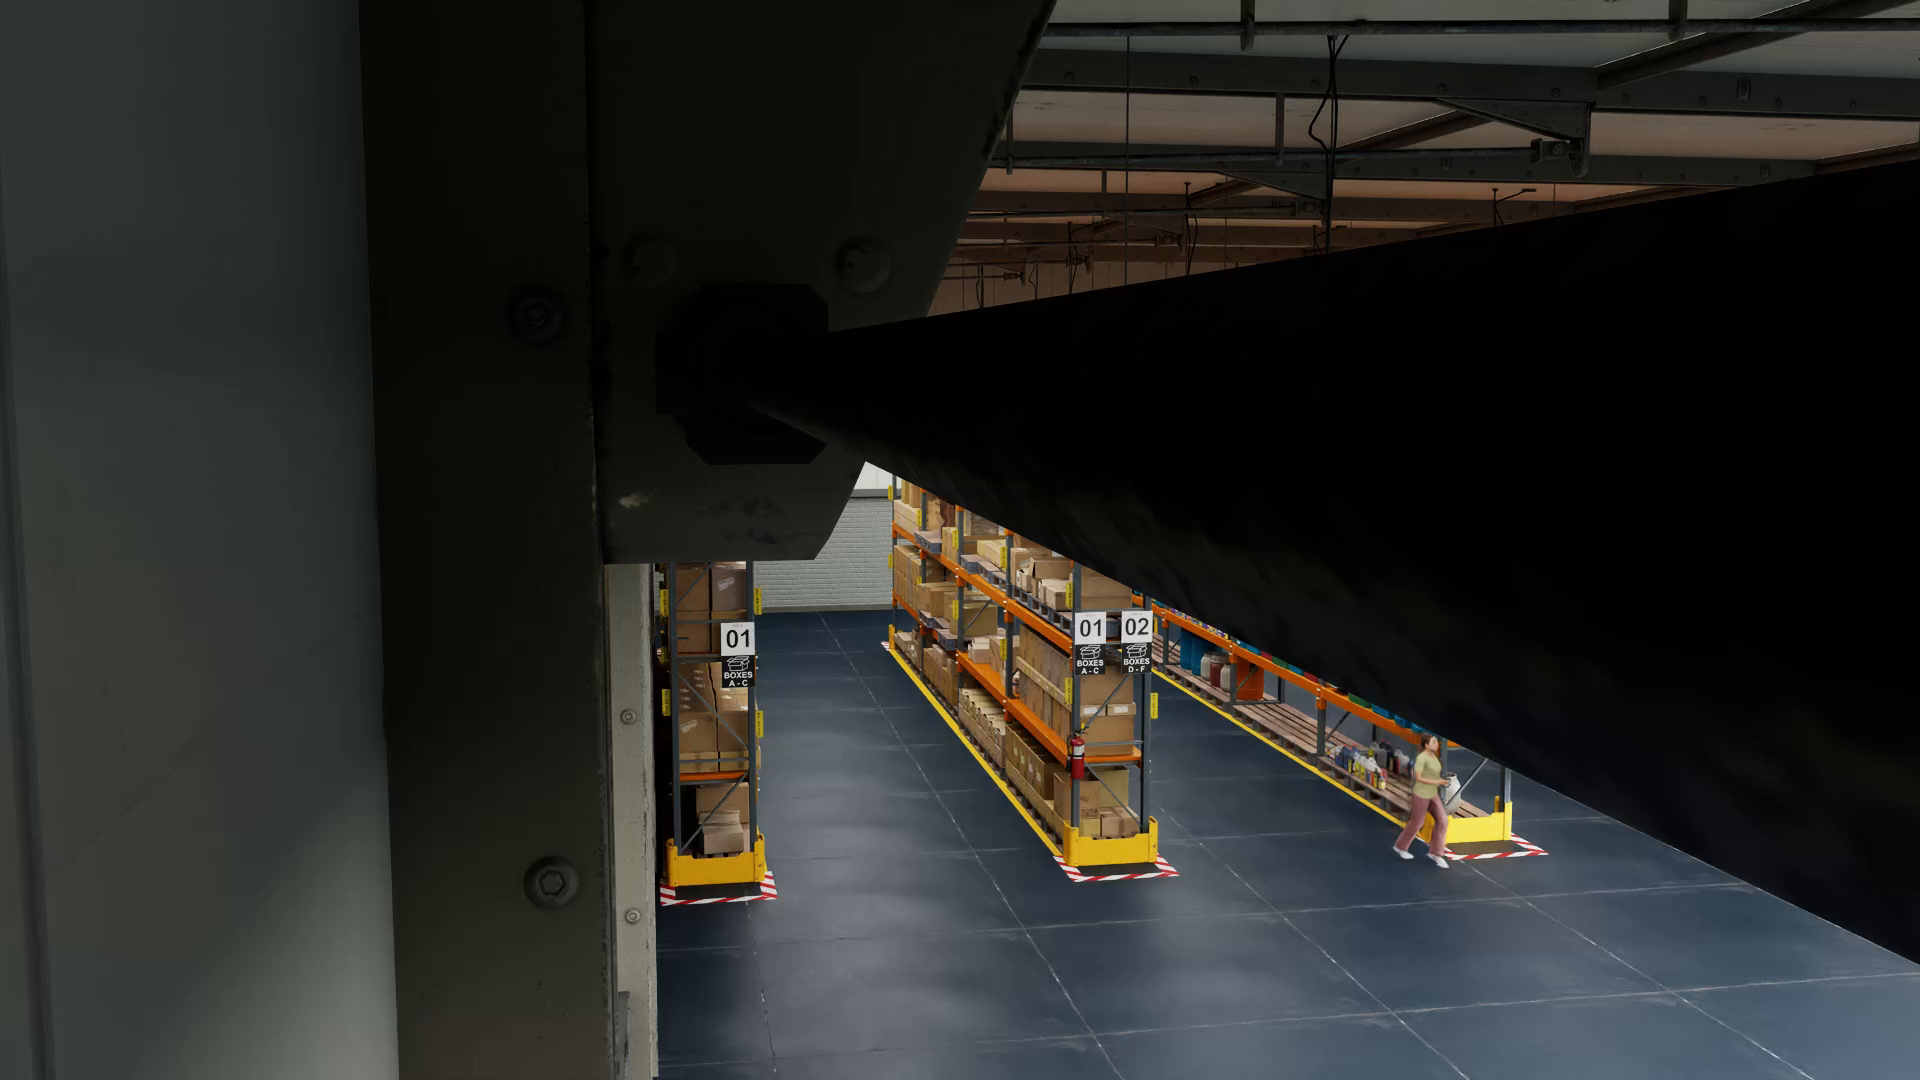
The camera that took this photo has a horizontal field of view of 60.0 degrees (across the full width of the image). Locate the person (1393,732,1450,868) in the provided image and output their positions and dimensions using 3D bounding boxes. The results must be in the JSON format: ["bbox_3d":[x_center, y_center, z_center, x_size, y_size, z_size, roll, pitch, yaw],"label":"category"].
[{"bbox_3d":[5.825,3.268,20.907,0.738,1.693,0.579,6,8,43],"label":"person"}]
